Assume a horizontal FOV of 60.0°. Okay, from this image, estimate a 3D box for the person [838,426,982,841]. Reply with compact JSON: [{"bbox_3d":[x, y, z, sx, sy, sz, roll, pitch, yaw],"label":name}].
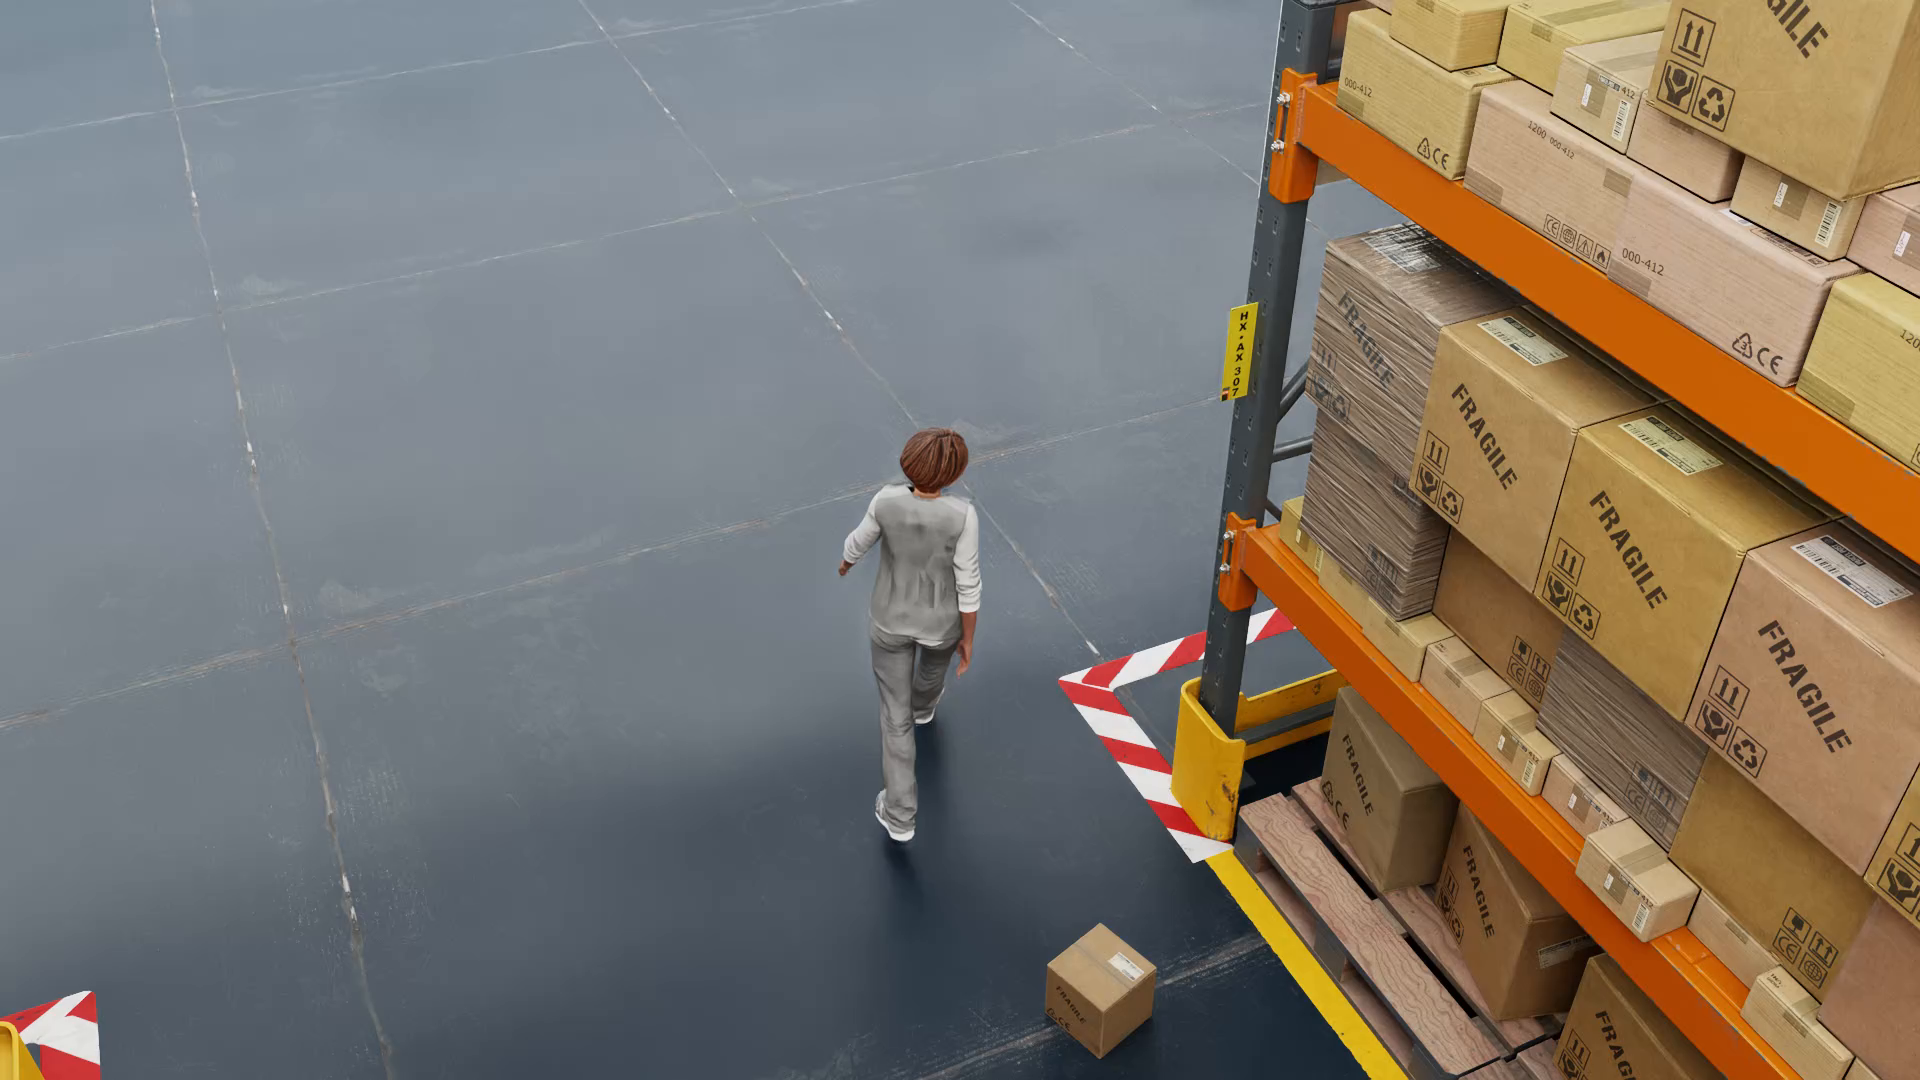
[{"bbox_3d":[-0.184,0.242,5.852,0.524,1.518,0.925,1,38,1],"label":"person"}]
